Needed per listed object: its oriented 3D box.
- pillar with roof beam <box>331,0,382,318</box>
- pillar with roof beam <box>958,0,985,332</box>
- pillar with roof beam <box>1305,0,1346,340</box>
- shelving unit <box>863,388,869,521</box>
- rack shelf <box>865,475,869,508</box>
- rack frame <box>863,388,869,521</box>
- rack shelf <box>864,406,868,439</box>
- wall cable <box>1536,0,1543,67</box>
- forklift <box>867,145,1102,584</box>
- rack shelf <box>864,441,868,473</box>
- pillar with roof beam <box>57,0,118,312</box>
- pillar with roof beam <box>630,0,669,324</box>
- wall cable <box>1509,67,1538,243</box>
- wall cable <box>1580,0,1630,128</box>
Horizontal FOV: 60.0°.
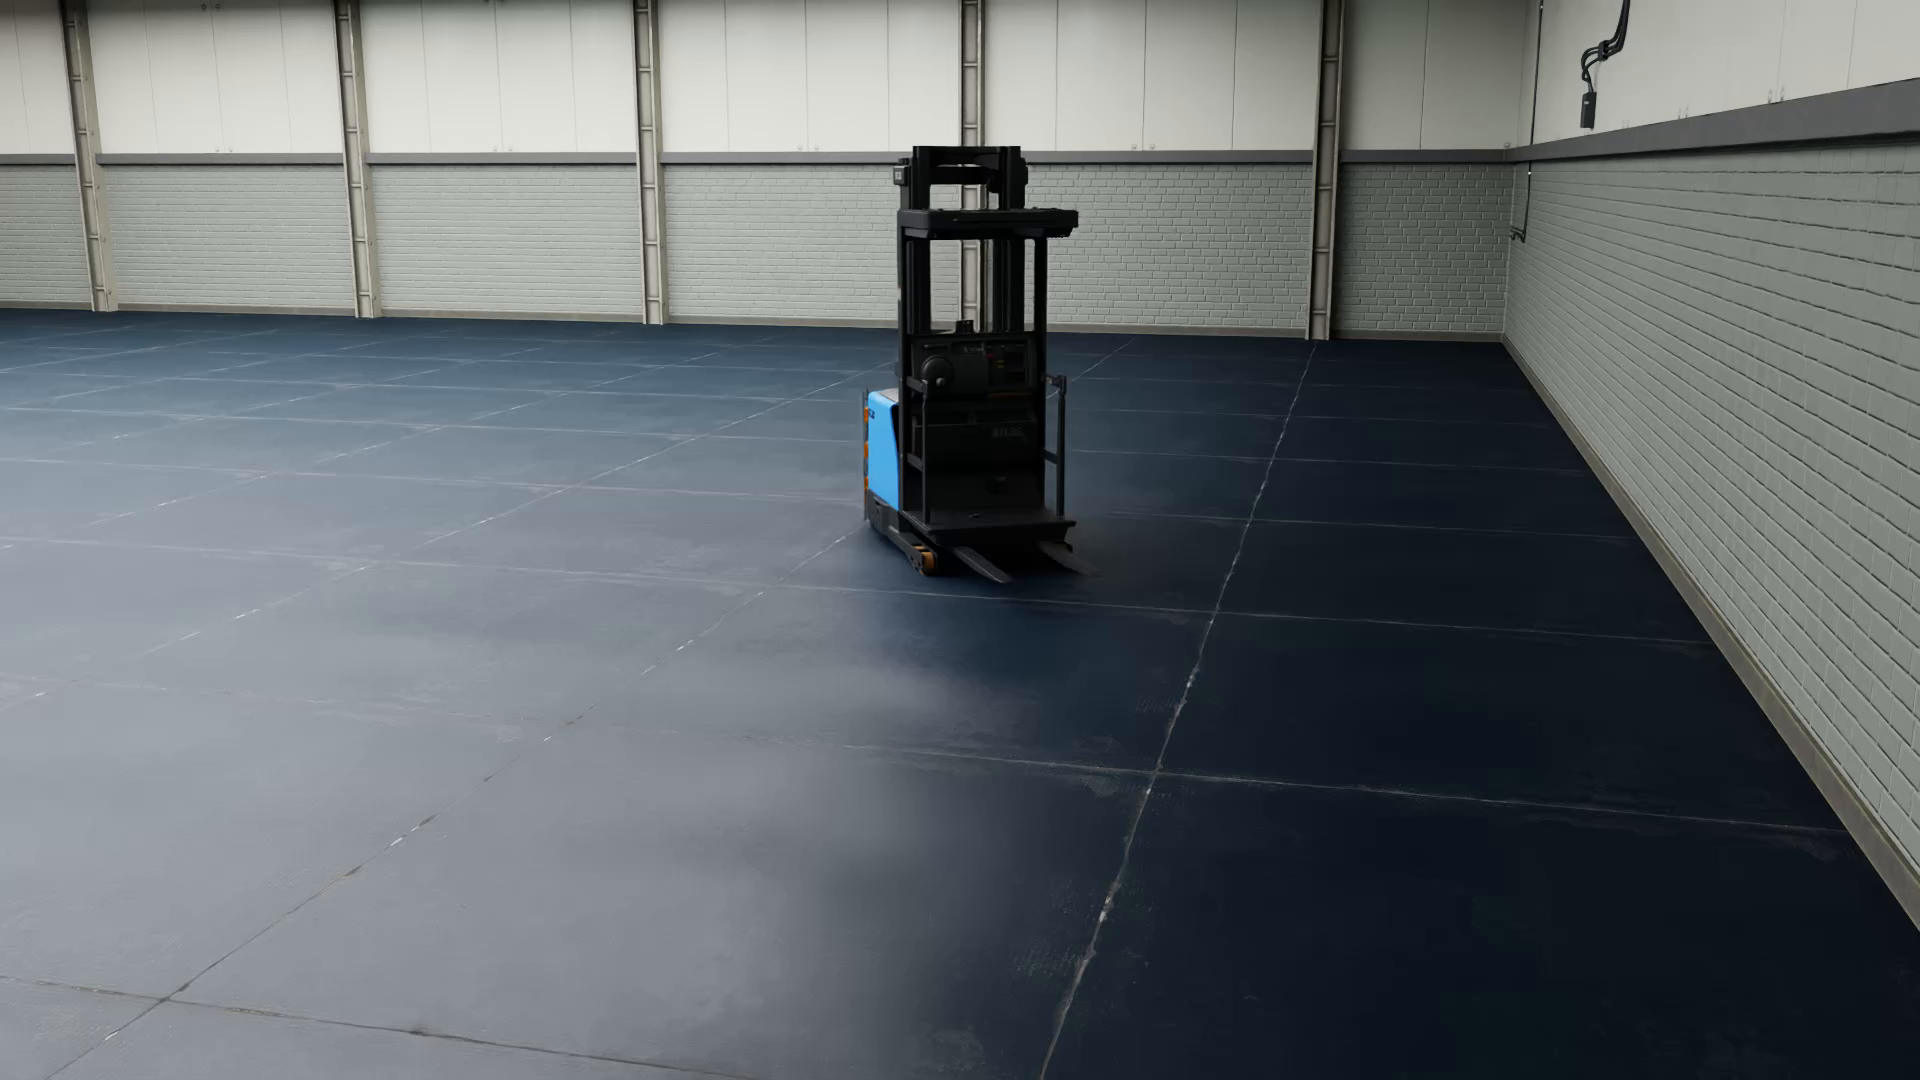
[{"bbox_3d":[-12.483,-7.812,27.170,0.400,9.000,9.100,3,13,14],"label":"pillar with roof beam"},{"bbox_3d":[-0.833,-7.190,24.363,0.400,9.000,9.100,3,13,14],"label":"pillar with roof beam"},{"bbox_3d":[4.993,-6.878,22.960,0.400,9.000,9.100,3,13,14],"label":"pillar with roof beam"},{"bbox_3d":[-0.637,-0.688,13.412,0.252,1.050,0.215,1,13,6],"label":"shelving unit"},{"bbox_3d":[-0.637,-0.407,13.475,0.240,0.259,0.215,1,13,6],"label":"rack shelf"},{"bbox_3d":[-0.759,-0.691,13.425,0.008,1.050,0.200,1,13,6],"label":"rack frame"},{"bbox_3d":[-0.637,-0.955,13.353,0.240,0.259,0.215,1,13,6],"label":"rack shelf"},{"bbox_3d":[7.919,-7.733,22.323,0.112,2.526,3.097,3,13,14],"label":"wall cable"},{"bbox_3d":[0.165,-1.279,11.733,1.130,2.935,3.031,-4,13,-16],"label":"forklift"},{"bbox_3d":[-0.637,-0.678,13.415,0.240,0.259,0.215,1,13,6],"label":"rack shelf"},{"bbox_3d":[-18.308,-8.124,28.574,0.400,9.000,9.100,3,13,14],"label":"pillar with roof beam"},{"bbox_3d":[-6.658,-7.501,25.767,0.400,9.000,9.100,3,13,14],"label":"pillar with roof beam"},{"bbox_3d":[8.567,-5.837,25.434,0.112,2.526,3.097,3,13,14],"label":"wall cable"},{"bbox_3d":[6.277,-7.017,15.735,0.169,6.003,2.305,3,13,14],"label":"wall cable"}]
